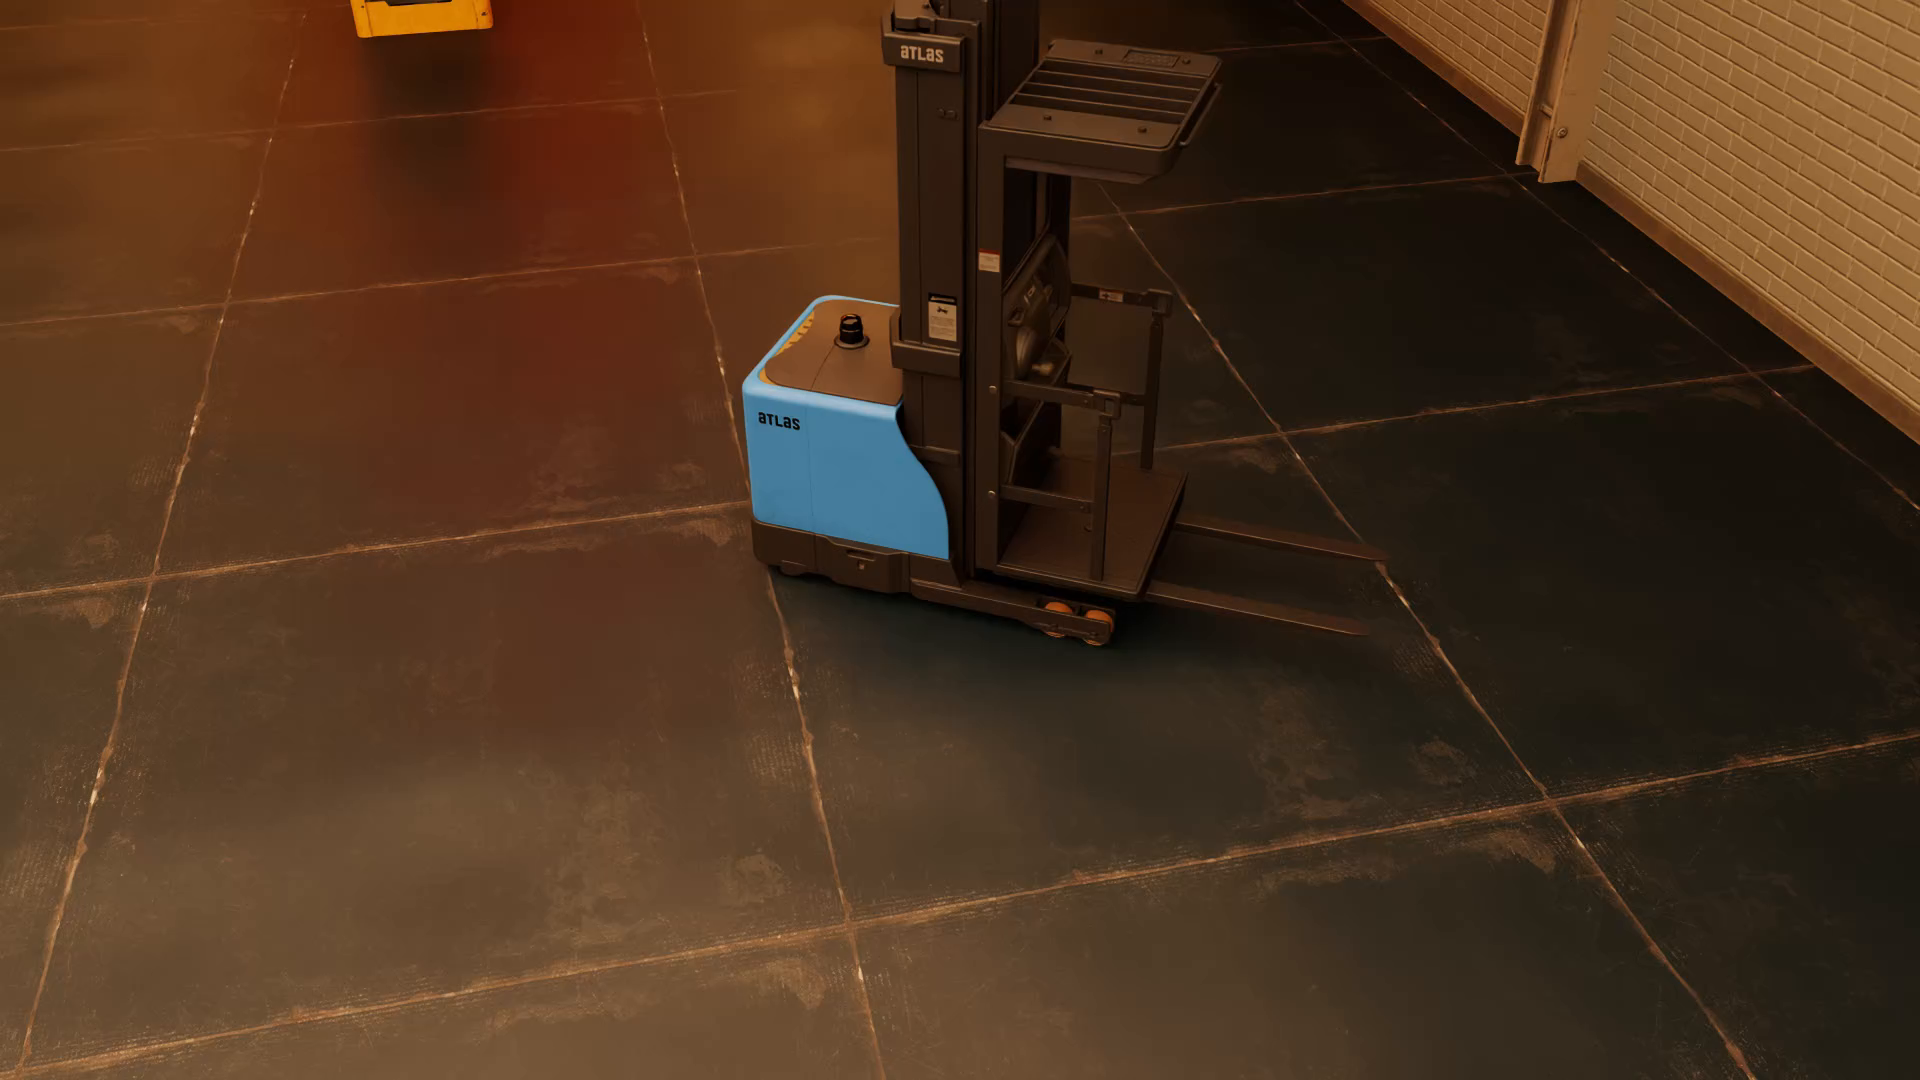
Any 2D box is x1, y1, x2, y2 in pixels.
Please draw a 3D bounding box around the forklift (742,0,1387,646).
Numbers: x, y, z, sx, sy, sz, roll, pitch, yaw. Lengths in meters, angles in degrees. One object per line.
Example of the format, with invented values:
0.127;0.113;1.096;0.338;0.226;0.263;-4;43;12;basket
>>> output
0.537;-1.041;7.497;3.031;2.935;1.130;11;37;15;forklift
